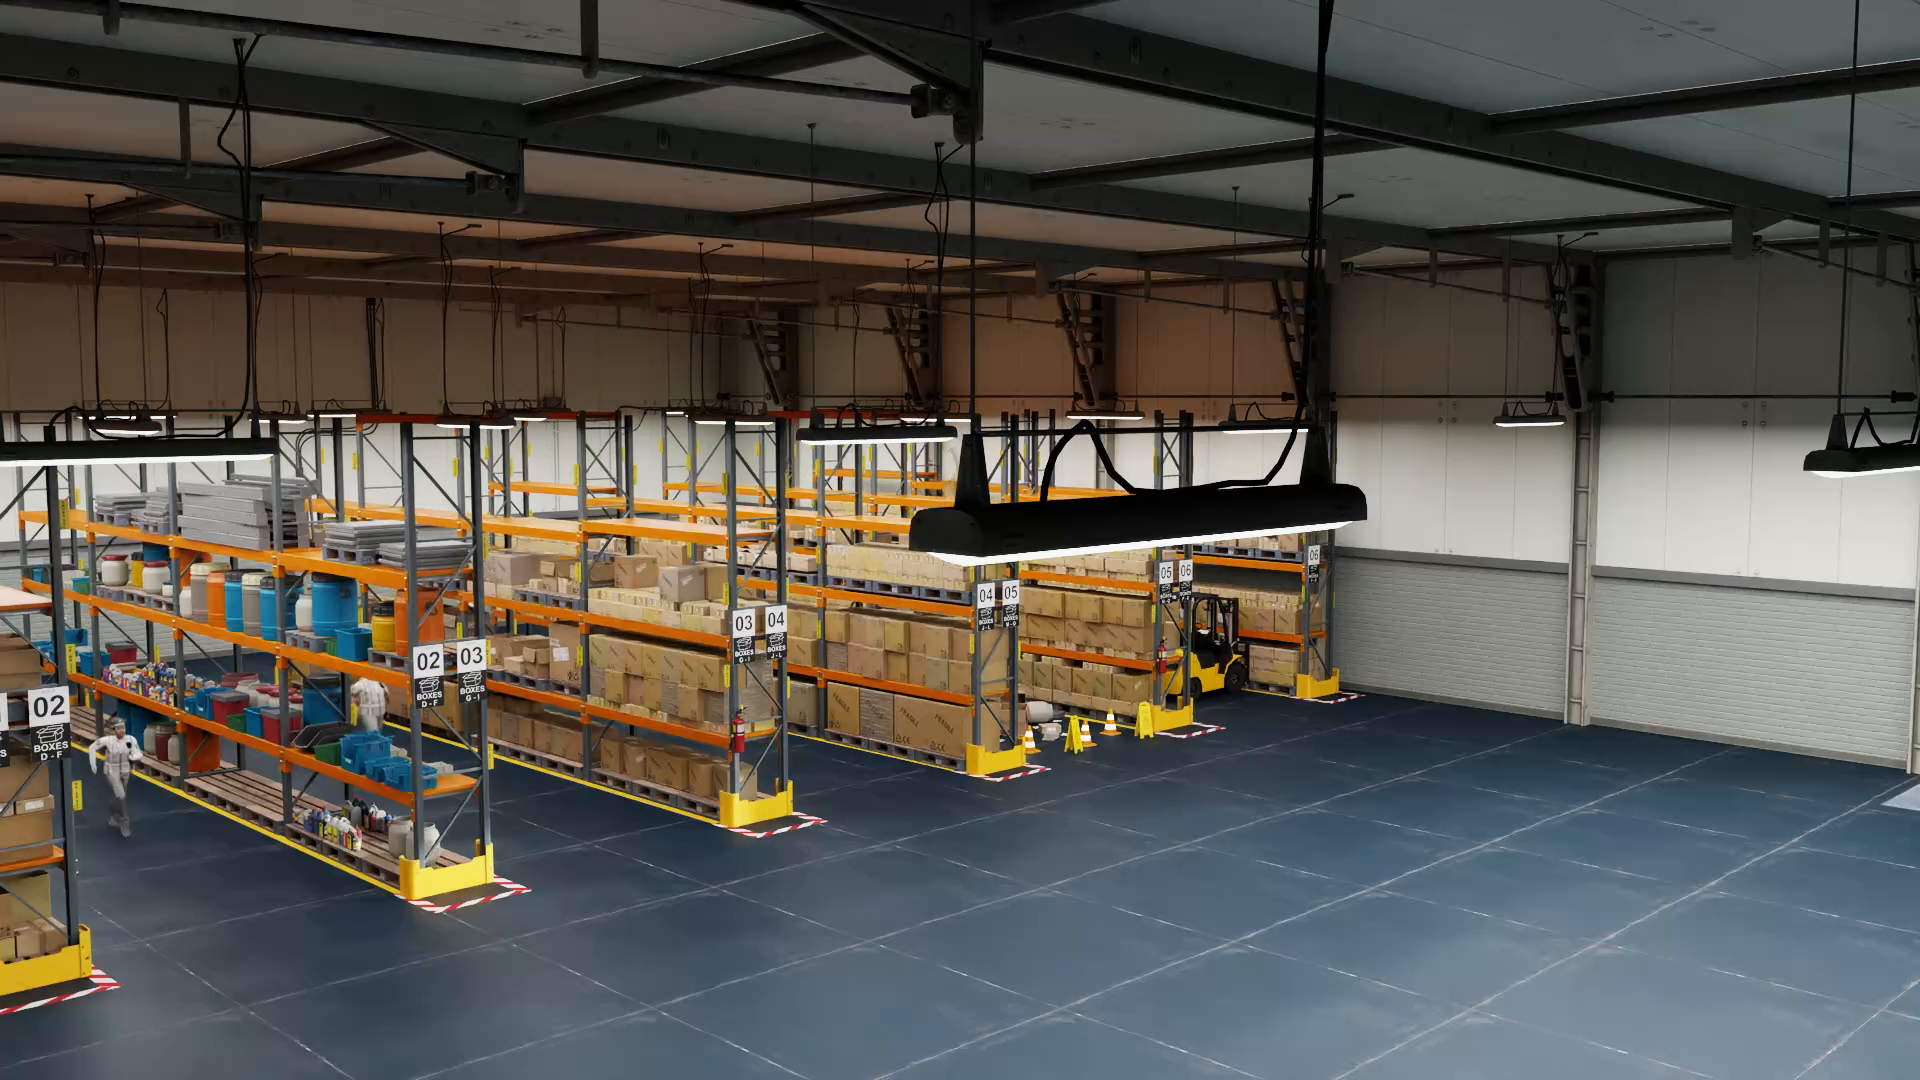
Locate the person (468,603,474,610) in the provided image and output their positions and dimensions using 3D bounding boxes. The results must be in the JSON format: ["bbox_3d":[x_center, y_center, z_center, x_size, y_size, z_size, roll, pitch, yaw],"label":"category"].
[{"bbox_3d":[-10.980,2.250,37.279,0.743,1.706,0.634,-4,7,-42],"label":"person"}]

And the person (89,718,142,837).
[{"bbox_3d":[-12.213,3.407,24.086,0.828,1.727,0.636,5,7,43],"label":"person"}]

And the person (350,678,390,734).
[{"bbox_3d":[-10.007,2.966,28.329,0.956,1.795,0.657,3,6,31],"label":"person"}]
